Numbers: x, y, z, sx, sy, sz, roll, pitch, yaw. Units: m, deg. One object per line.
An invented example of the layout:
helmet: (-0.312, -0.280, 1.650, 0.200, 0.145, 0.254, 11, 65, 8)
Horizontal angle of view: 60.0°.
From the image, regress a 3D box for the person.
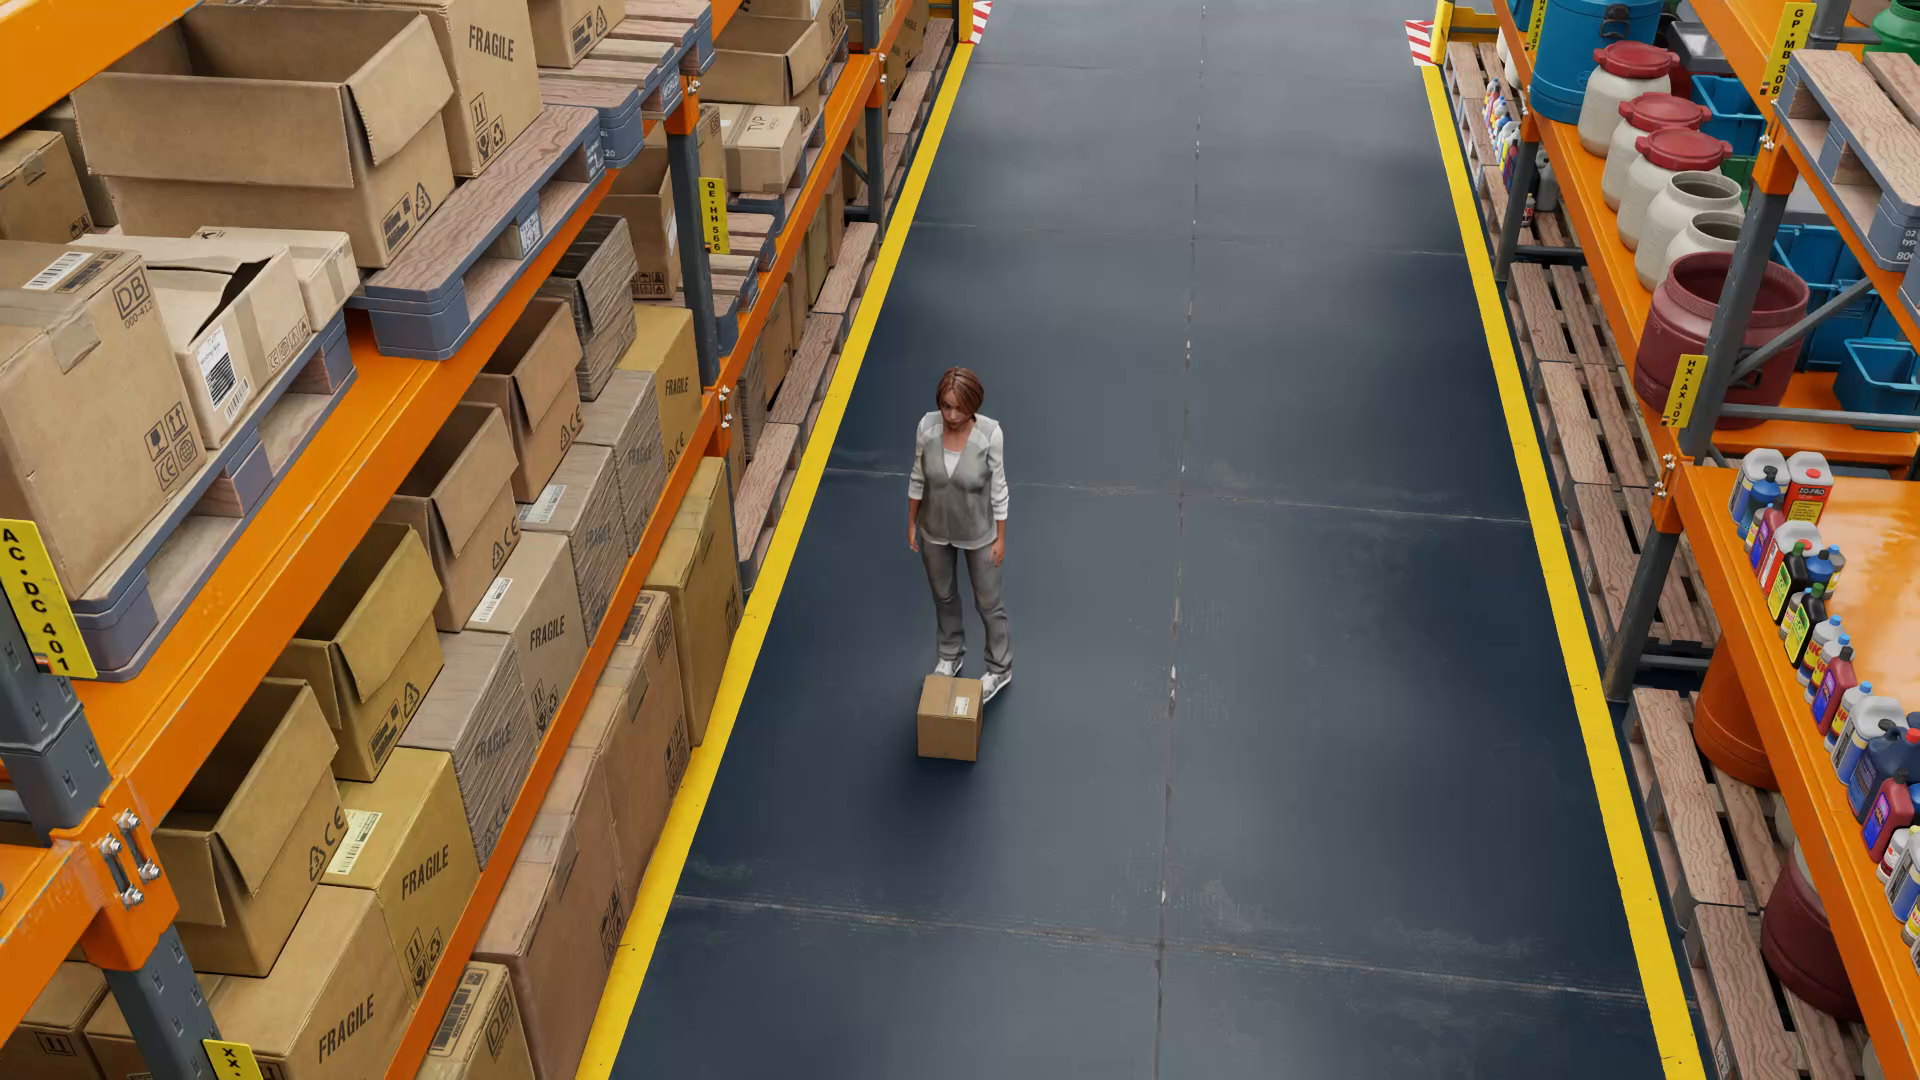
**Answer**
person: (0.000, -0.018, 7.060, 0.469, 1.607, 0.338, 9, 38, 12)
